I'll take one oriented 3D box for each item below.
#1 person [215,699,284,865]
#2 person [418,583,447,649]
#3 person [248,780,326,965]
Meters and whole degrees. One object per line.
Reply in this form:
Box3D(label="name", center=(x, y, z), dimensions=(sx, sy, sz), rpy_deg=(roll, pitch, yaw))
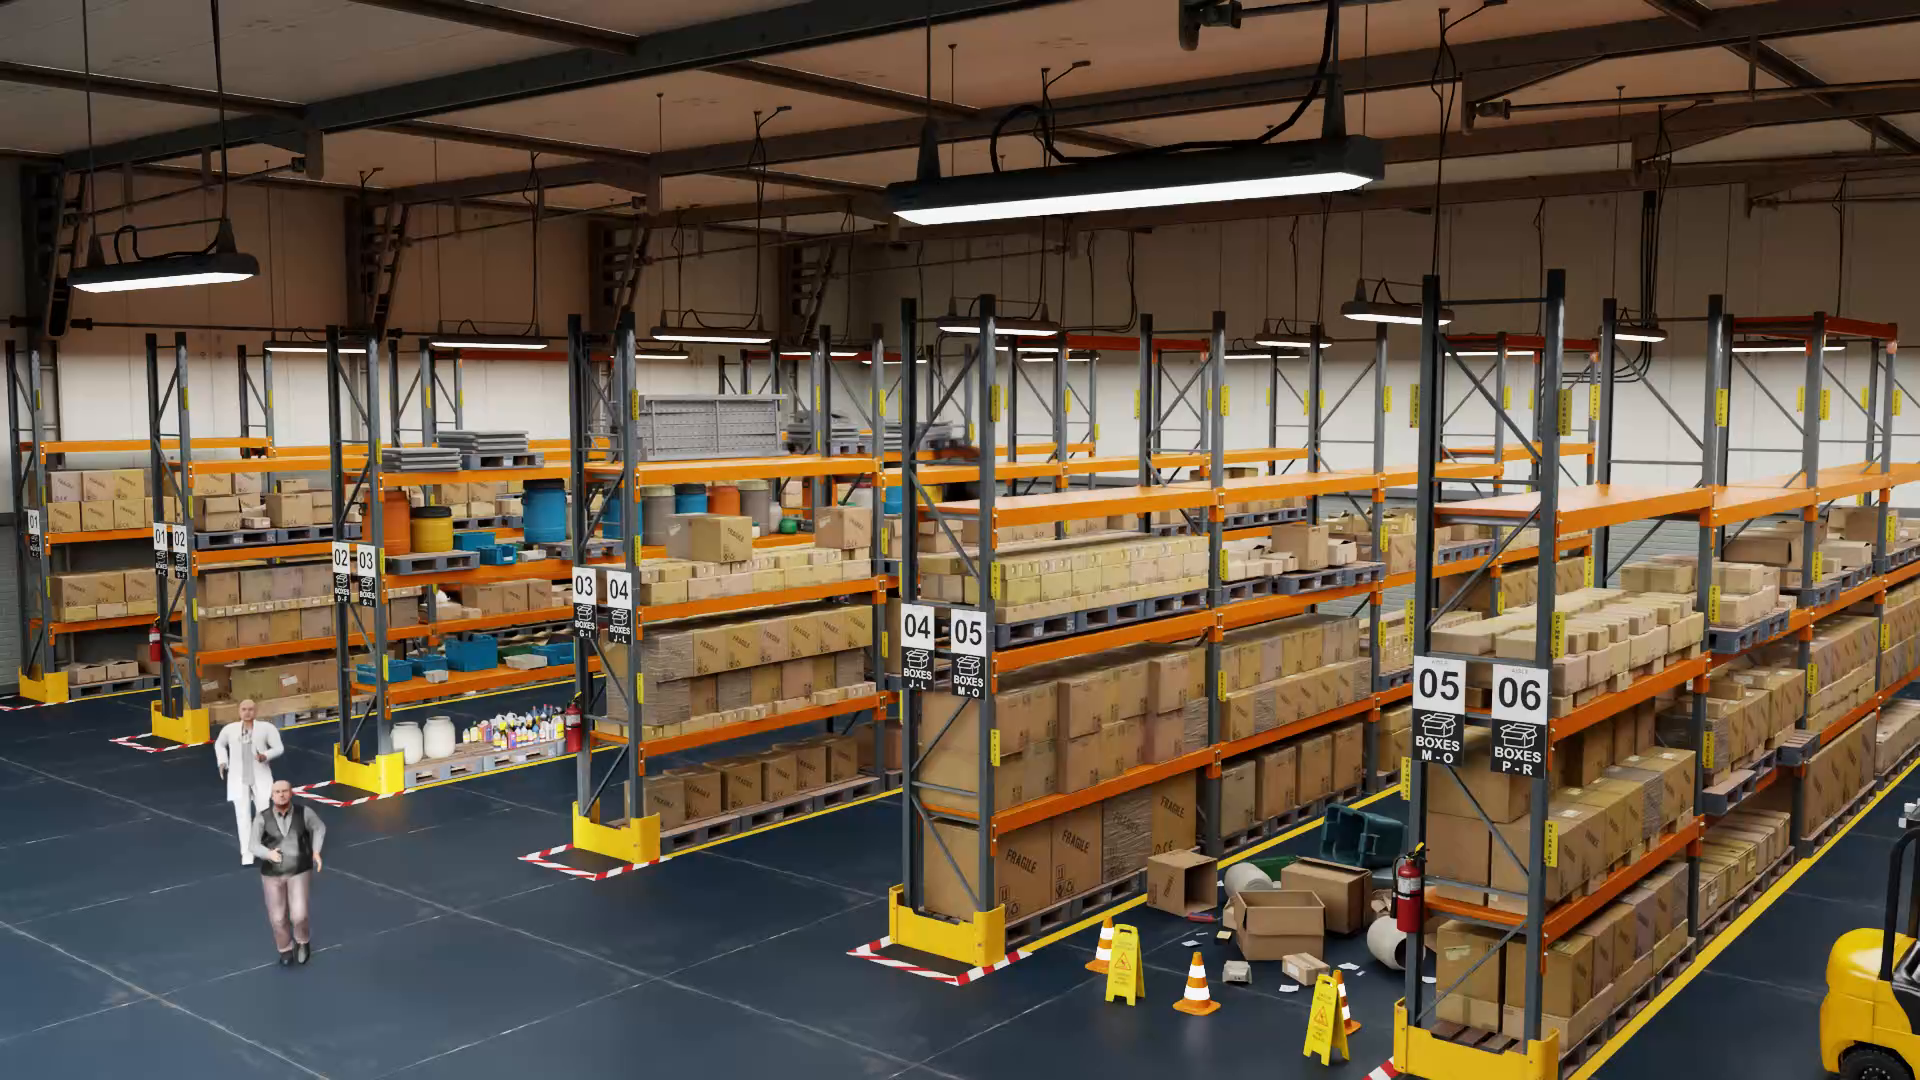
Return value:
Box3D(label="person", center=(-7.848, 2.632, 18.374), dimensions=(0.718, 1.753, 0.981), rpy_deg=(-2, 5, -20))
Box3D(label="person", center=(-9.569, 1.542, 30.310), dimensions=(0.686, 1.806, 0.846), rpy_deg=(4, 6, 37))
Box3D(label="person", center=(-5.982, 2.978, 14.791), dimensions=(0.635, 1.684, 0.650), rpy_deg=(-2, 5, -18))
